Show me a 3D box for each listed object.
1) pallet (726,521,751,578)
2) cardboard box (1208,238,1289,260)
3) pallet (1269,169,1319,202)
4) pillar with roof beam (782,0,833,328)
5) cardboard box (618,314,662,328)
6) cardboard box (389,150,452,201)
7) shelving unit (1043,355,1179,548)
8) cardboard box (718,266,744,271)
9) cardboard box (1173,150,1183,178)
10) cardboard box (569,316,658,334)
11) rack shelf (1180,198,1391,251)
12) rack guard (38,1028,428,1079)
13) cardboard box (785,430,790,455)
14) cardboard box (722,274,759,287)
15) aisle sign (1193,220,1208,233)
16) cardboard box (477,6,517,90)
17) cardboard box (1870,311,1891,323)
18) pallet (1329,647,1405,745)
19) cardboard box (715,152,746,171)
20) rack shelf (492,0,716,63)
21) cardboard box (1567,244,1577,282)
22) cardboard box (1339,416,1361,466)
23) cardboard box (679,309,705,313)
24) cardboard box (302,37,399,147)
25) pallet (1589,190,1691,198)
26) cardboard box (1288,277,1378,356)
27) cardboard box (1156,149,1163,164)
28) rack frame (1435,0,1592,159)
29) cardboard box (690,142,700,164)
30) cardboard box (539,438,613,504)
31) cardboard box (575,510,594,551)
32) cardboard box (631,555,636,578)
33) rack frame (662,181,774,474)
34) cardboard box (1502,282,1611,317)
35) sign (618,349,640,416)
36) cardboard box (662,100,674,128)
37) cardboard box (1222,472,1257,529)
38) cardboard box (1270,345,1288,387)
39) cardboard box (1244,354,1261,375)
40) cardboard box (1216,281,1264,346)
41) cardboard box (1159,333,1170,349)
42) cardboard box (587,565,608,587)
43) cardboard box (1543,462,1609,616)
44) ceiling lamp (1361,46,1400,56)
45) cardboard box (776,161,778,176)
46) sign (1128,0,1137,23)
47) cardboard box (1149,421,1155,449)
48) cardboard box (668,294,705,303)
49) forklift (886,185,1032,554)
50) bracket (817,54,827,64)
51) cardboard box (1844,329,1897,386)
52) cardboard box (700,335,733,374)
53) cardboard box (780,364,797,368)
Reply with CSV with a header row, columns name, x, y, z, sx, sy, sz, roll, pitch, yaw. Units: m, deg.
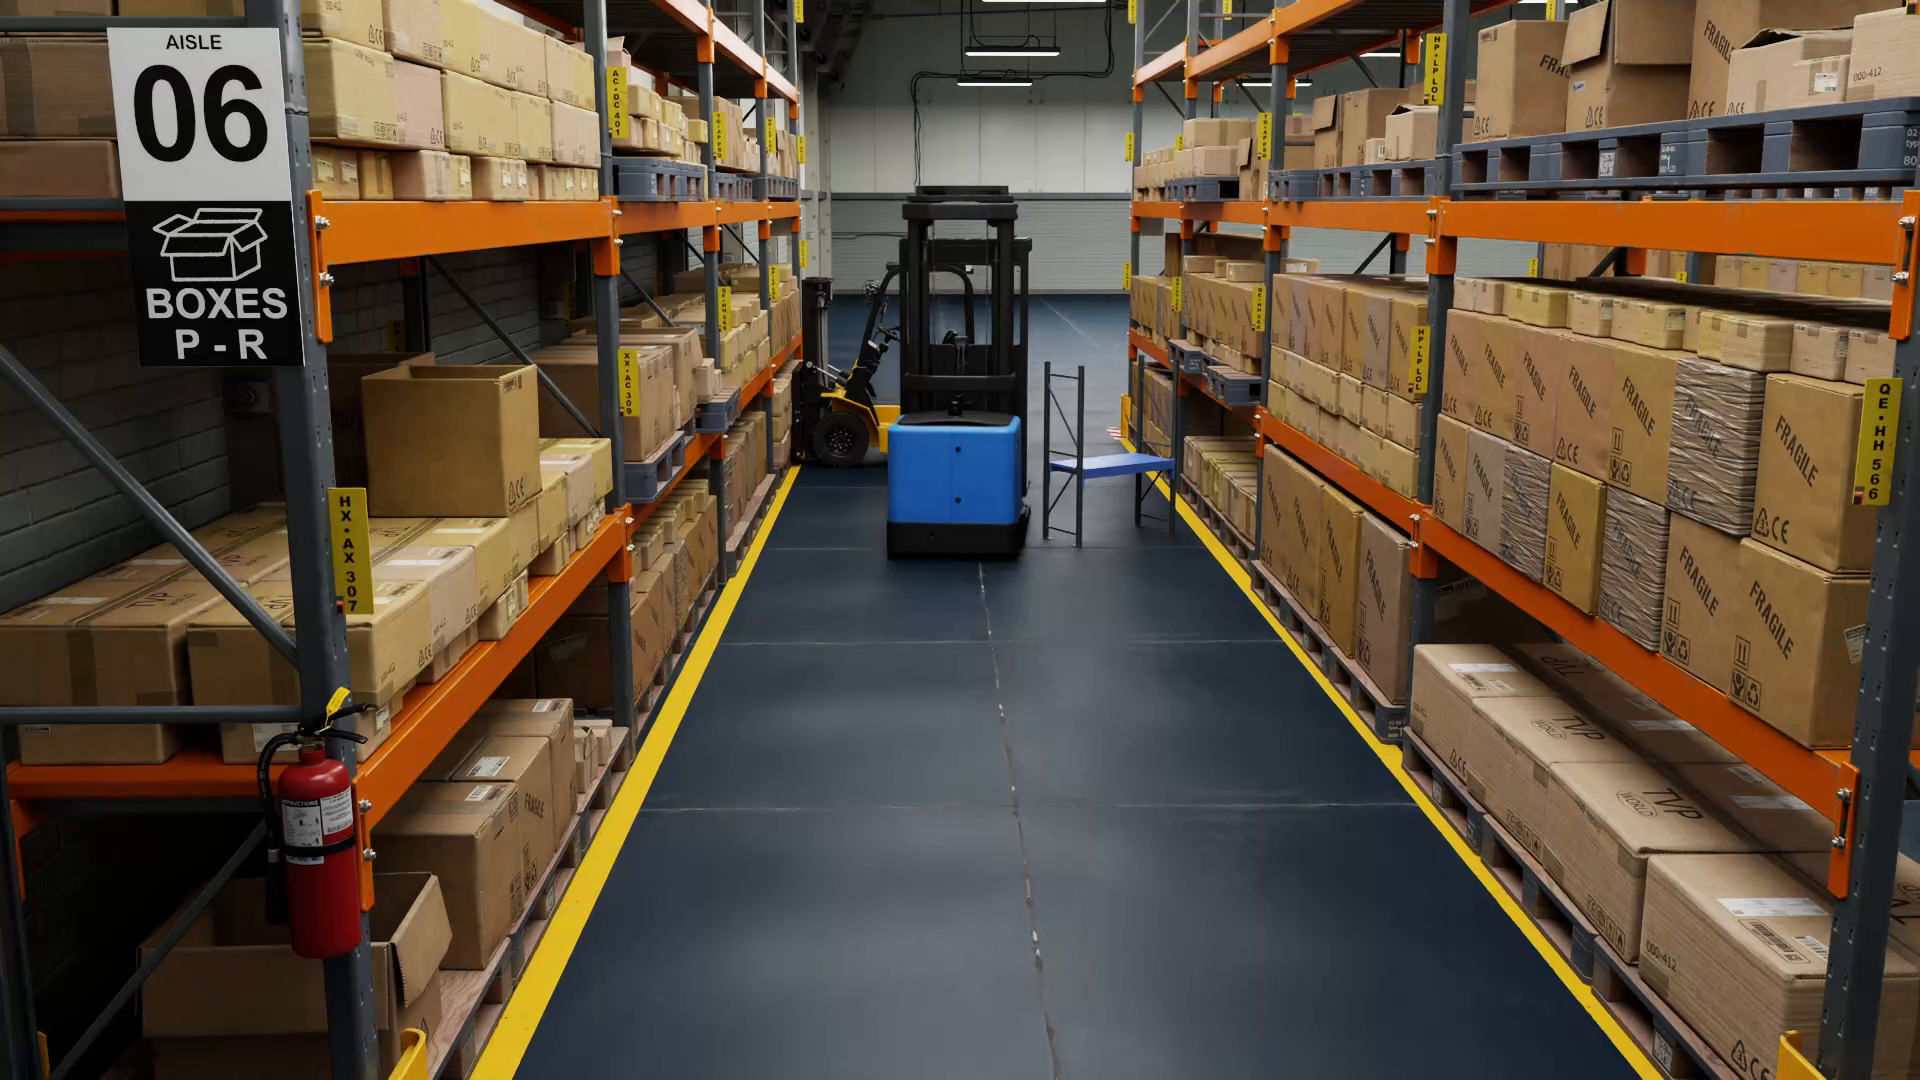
name,x,y,z,sx,sy,sz,roll,pitch,yaw
pallet,-2.224,0.069,13.189,1.003,0.211,1.213,0,11,-1
cardboard box,2.842,-2.723,16.425,0.700,0.500,0.500,0,11,-2
pallet,2.783,-2.405,11.300,1.213,0.211,1.003,0,11,1
pillar with roof beam,0.635,-9.118,36.371,9.100,9.000,0.548,0,11,-1
cardboard box,-2.516,-1.668,12.854,0.380,0.149,0.250,0,11,-1
cardboard box,-1.776,-1.108,5.064,0.380,0.149,0.250,0,11,0
shelving unit,1.277,-0.770,14.080,1.048,1.500,0.538,-8,14,-33
cardboard box,-2.606,-2.963,18.490,0.380,0.149,0.250,0,11,1
cardboard box,2.246,-3.435,15.223,0.500,0.250,0.500,-1,11,-3
cardboard box,-2.391,-1.286,11.546,0.500,0.500,0.500,0,11,2
rack shelf,2.676,-2.670,13.942,1.077,0.370,4.000,0,11,-1
rack guard,-2.082,1.666,4.589,1.175,0.500,0.348,0,11,-1
cardboard box,-2.033,-0.986,17.234,0.500,0.250,0.500,0,11,-2
cardboard box,-2.152,-2.558,16.493,0.380,0.149,0.250,0,11,0
aisle sign,2.840,-4.033,19.856,0.394,0.787,0.004,0,11,-1
cardboard box,-1.875,-1.723,5.833,0.500,0.250,0.500,0,11,0
cardboard box,3.161,-0.650,5.320,0.380,0.149,0.250,-1,11,-3
pallet,2.708,0.853,9.321,1.003,0.211,1.213,0,11,-1
cardboard box,-1.986,-3.160,13.872,0.380,0.149,0.250,0,11,-2
rack shelf,-2.204,-3.128,9.660,1.077,0.370,4.000,0,11,-1
cardboard box,7.571,-3.206,19.223,0.875,0.550,0.550,0,11,-1
cardboard box,2.538,-0.576,9.733,0.500,0.250,0.500,-1,11,-3
cardboard box,-2.049,-1.771,13.363,0.380,0.149,0.250,0,11,-1
cardboard box,-1.816,-1.175,4.394,0.500,0.250,0.500,0,11,-2
pallet,7.552,-3.822,18.032,1.003,0.211,1.213,0,11,-1
cardboard box,2.503,-1.497,11.126,0.500,0.500,0.500,0,11,-1
cardboard box,2.282,-4.058,17.599,0.380,0.149,0.250,0,11,0
rack frame,2.800,-3.300,7.693,1.000,3.000,0.127,0,11,-1
cardboard box,-1.998,-2.657,11.439,0.380,0.149,0.250,0,11,0
cardboard box,-1.909,-0.311,7.677,0.500,0.250,0.500,0,11,0
cardboard box,-1.847,-0.050,7.394,0.380,0.149,0.250,0,11,0
cardboard box,-2.004,0.184,9.206,0.380,0.149,0.250,-1,11,-4
rack frame,-2.328,-1.929,16.024,1.000,3.000,0.127,0,11,-1
cardboard box,2.616,-1.052,7.301,0.380,0.149,0.250,0,11,-2
sign,-1.621,-0.767,8.118,0.100,0.325,0.005,0,11,-1
cardboard box,-1.826,-2.404,9.394,0.380,0.149,0.250,0,11,-1
cardboard box,2.692,-0.332,13.705,0.950,0.372,0.625,0,11,-2
cardboard box,2.481,-1.225,11.673,0.500,0.250,0.500,0,11,-2
cardboard box,2.397,-1.355,12.770,0.380,0.149,0.250,0,11,0
cardboard box,2.396,-1.848,13.568,0.500,0.500,0.500,-1,12,-5
cardboard box,2.299,-2.092,17.458,0.380,0.149,0.250,0,11,-2
cardboard box,-1.965,0.144,8.654,0.380,0.149,0.250,0,11,-2
cardboard box,2.568,-0.013,6.329,0.500,0.500,0.500,0,11,1
ceiling lamp,8.487,-11.817,34.994,2.000,3.185,0.800,0,11,-1
cardboard box,-2.050,-3.774,16.898,0.380,0.149,0.250,0,11,1
sign,2.009,-6.180,19.339,0.100,0.325,0.005,0,11,-1
cardboard box,2.326,-1.132,17.954,0.500,0.250,0.500,0,11,0
cardboard box,-2.535,-2.225,15.601,0.380,0.149,0.250,0,11,-2
forklift,0.053,-1.562,14.387,1.130,2.935,3.031,1,12,5
bracket,-3.430,-11.976,41.405,0.235,0.232,0.430,0,11,-1
cardboard box,2.675,-0.492,4.544,0.380,0.149,0.250,0,11,0
cardboard box,-1.986,-1.395,12.510,0.500,0.250,0.500,0,11,-1
cardboard box,-2.073,-1.881,19.131,0.500,0.250,0.500,0,11,0
